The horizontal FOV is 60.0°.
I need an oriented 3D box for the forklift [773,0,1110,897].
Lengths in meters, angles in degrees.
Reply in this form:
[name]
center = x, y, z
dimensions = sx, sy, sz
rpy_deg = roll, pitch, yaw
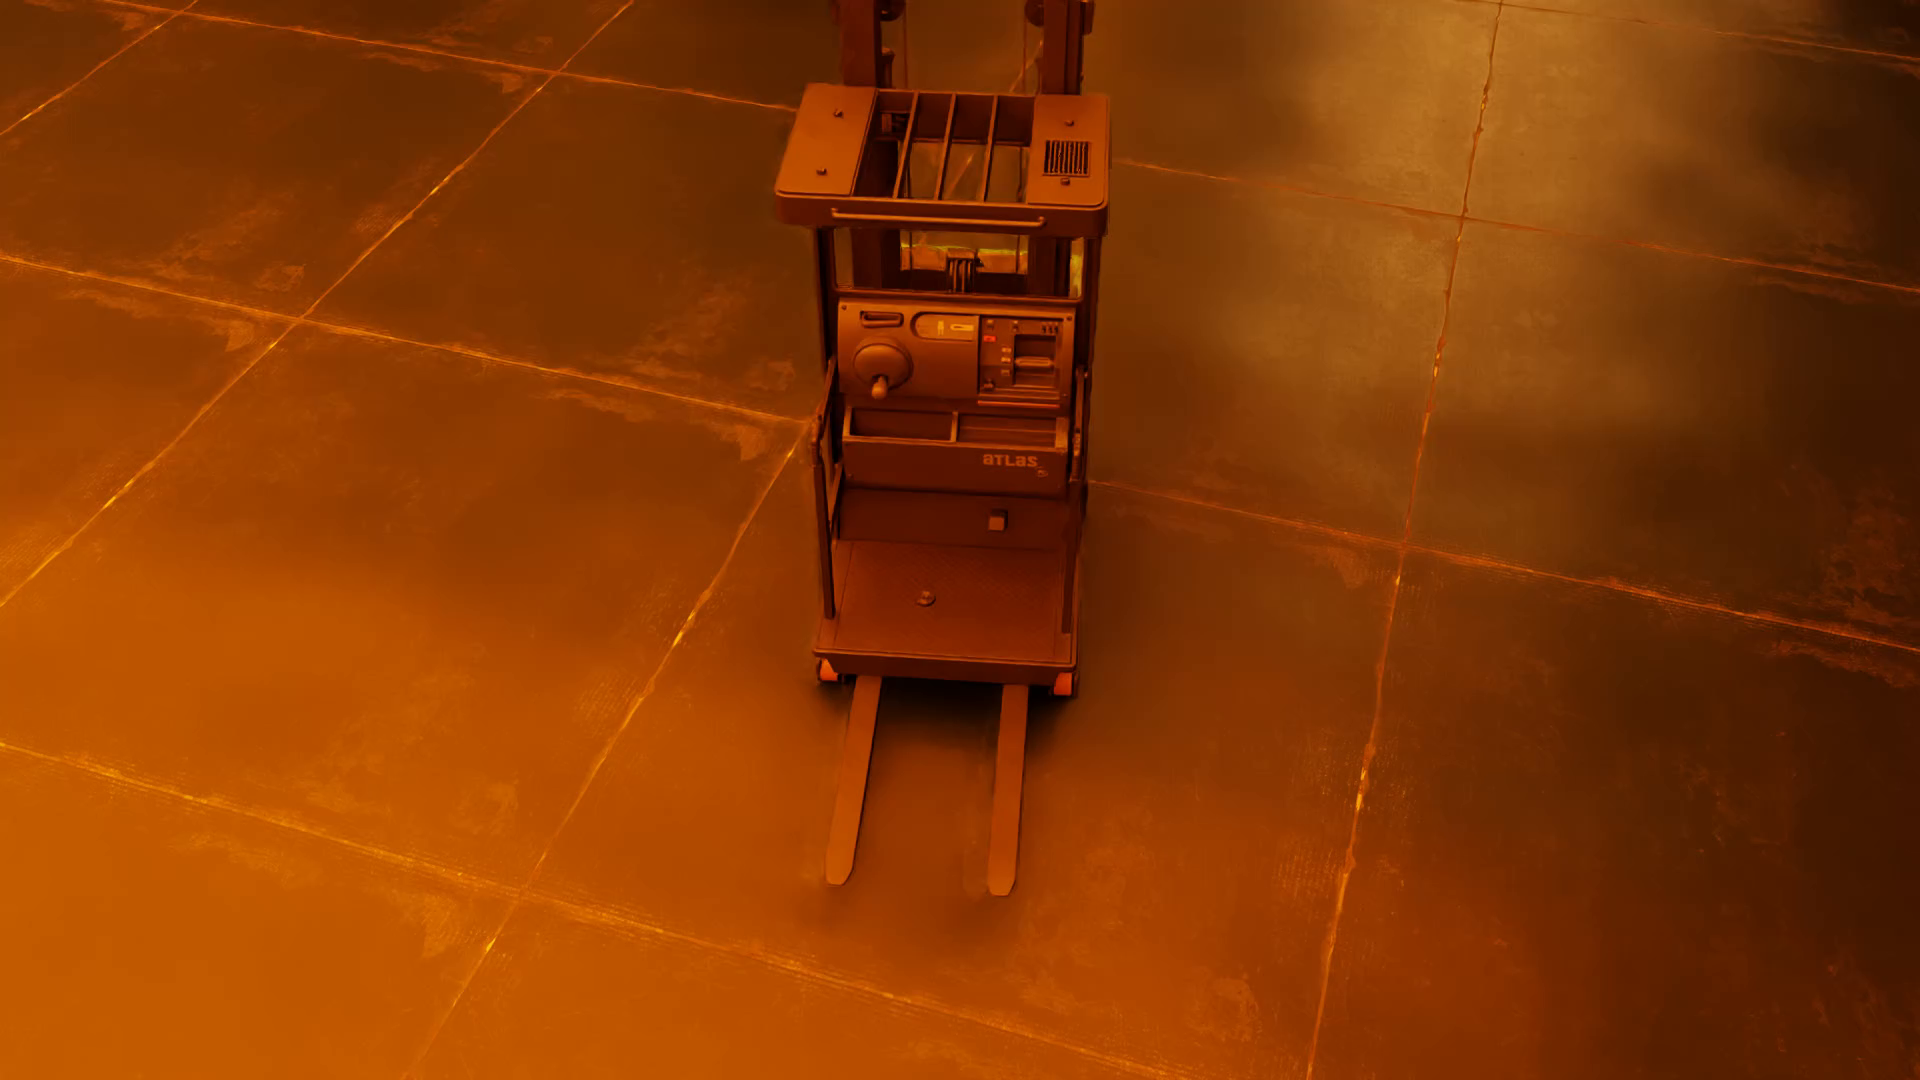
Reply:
[forklift]
center = -0.032, -0.648, 6.385
dimensions = 1.130, 2.935, 3.031
rpy_deg = 3, 43, 3
